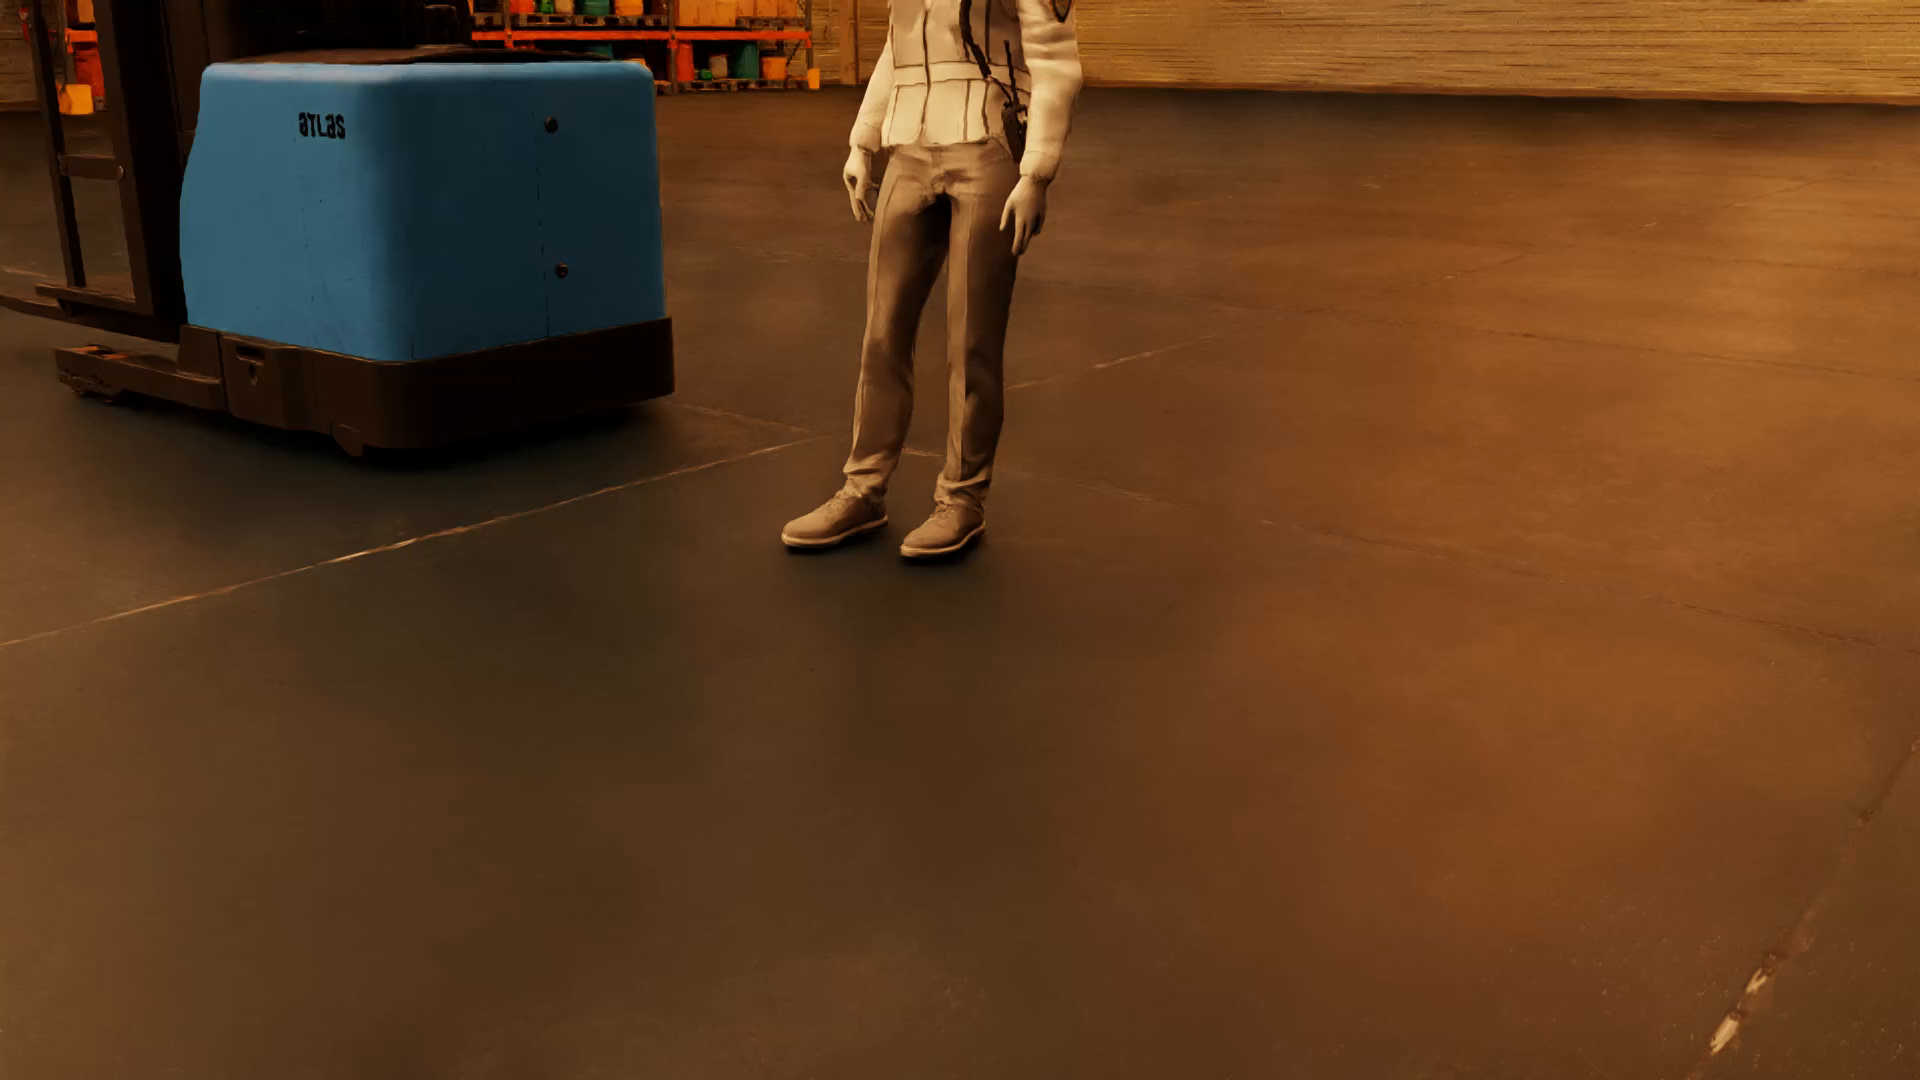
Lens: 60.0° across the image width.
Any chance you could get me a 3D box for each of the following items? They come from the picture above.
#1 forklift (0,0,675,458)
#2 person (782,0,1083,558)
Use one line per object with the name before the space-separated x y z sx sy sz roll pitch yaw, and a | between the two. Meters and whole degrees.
forklift | -2.374 -1.954 5.333 3.031 2.935 1.130 13 21 36
person | -0.048 -0.804 3.648 0.586 1.695 0.532 13 21 37
